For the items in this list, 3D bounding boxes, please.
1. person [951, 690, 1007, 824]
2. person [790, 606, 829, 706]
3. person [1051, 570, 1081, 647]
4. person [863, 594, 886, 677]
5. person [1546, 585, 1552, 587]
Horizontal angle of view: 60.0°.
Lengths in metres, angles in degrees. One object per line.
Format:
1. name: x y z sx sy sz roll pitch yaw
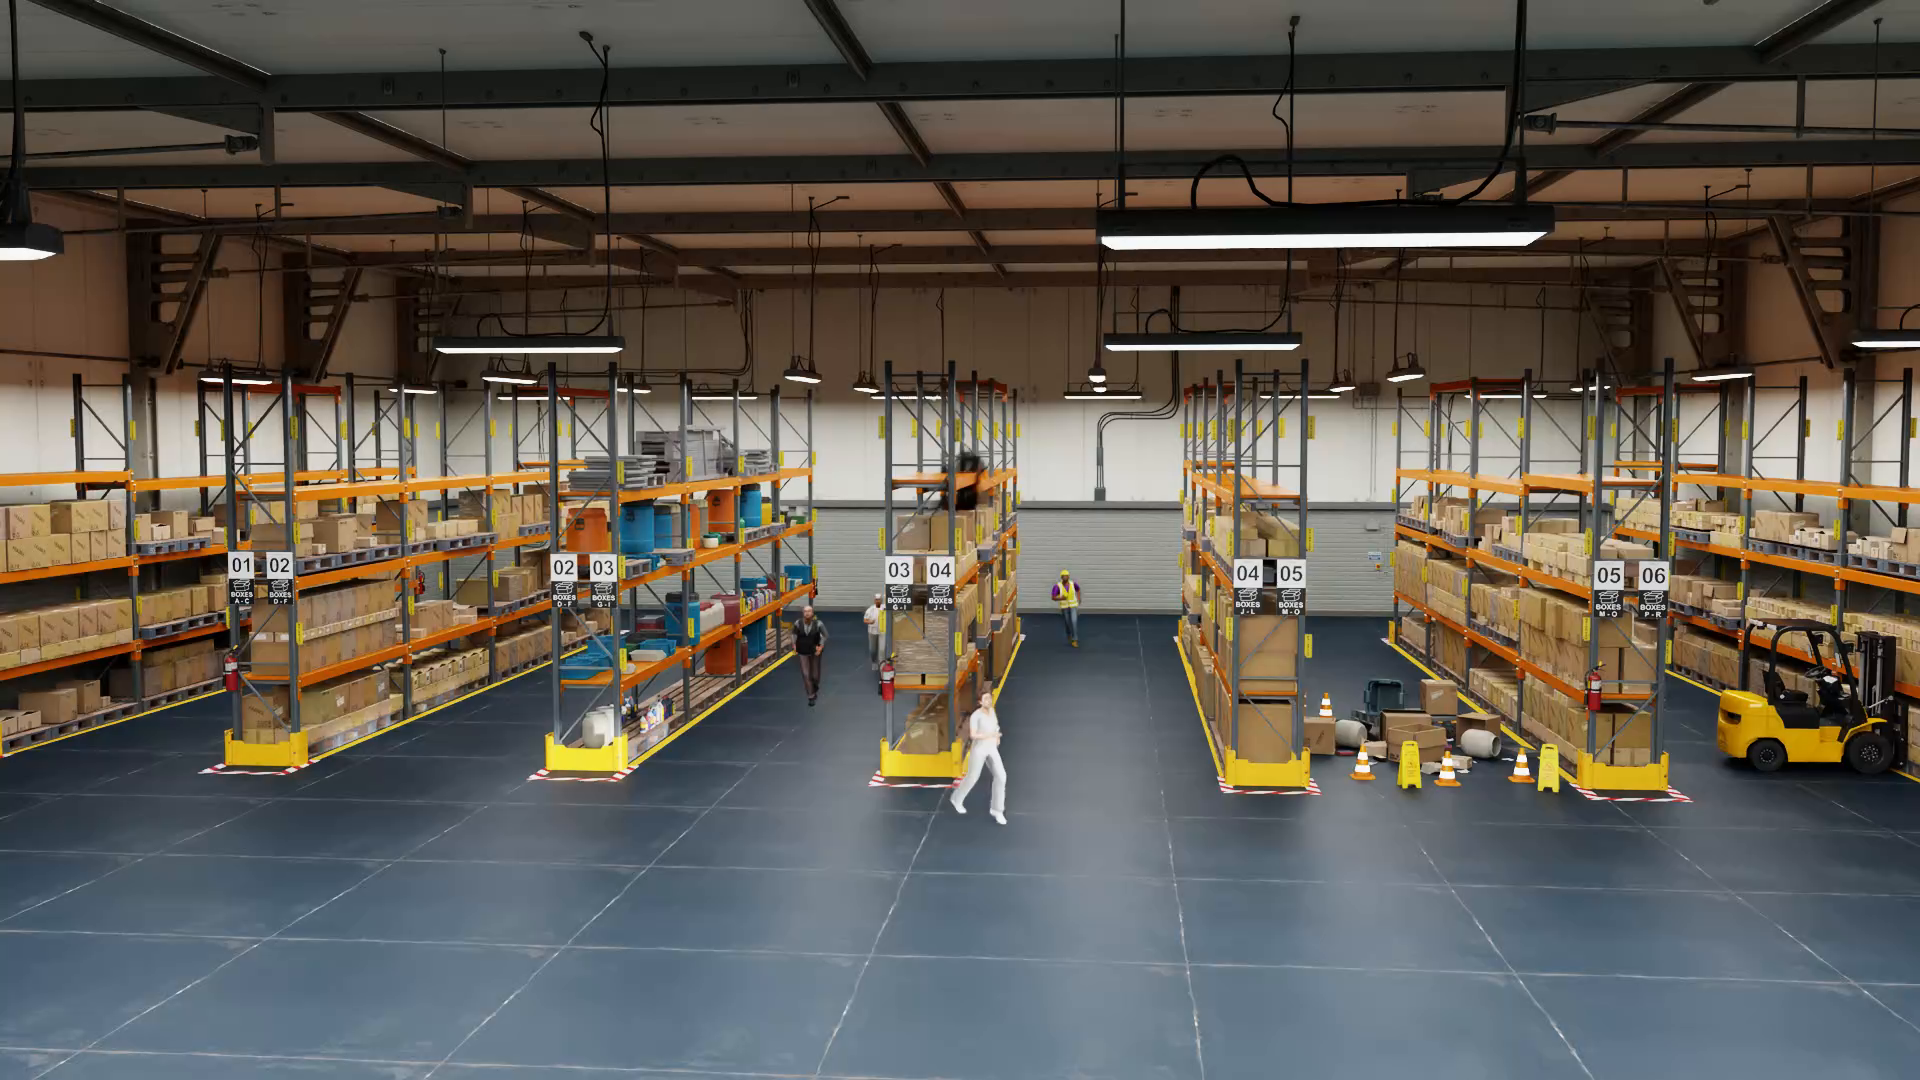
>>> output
1. person: 0.271 2.762 21.417 0.574 1.713 0.892 -3 5 -39
2. person: -2.616 1.984 28.826 0.684 1.703 0.800 0 4 0
3. person: 2.474 1.568 38.644 0.705 1.739 0.968 0 4 -1
4. person: -1.667 1.921 33.984 0.607 1.651 0.941 0 4 0
5. person: 12.523 1.803 35.485 0.662 1.771 0.868 -1 4 -8
